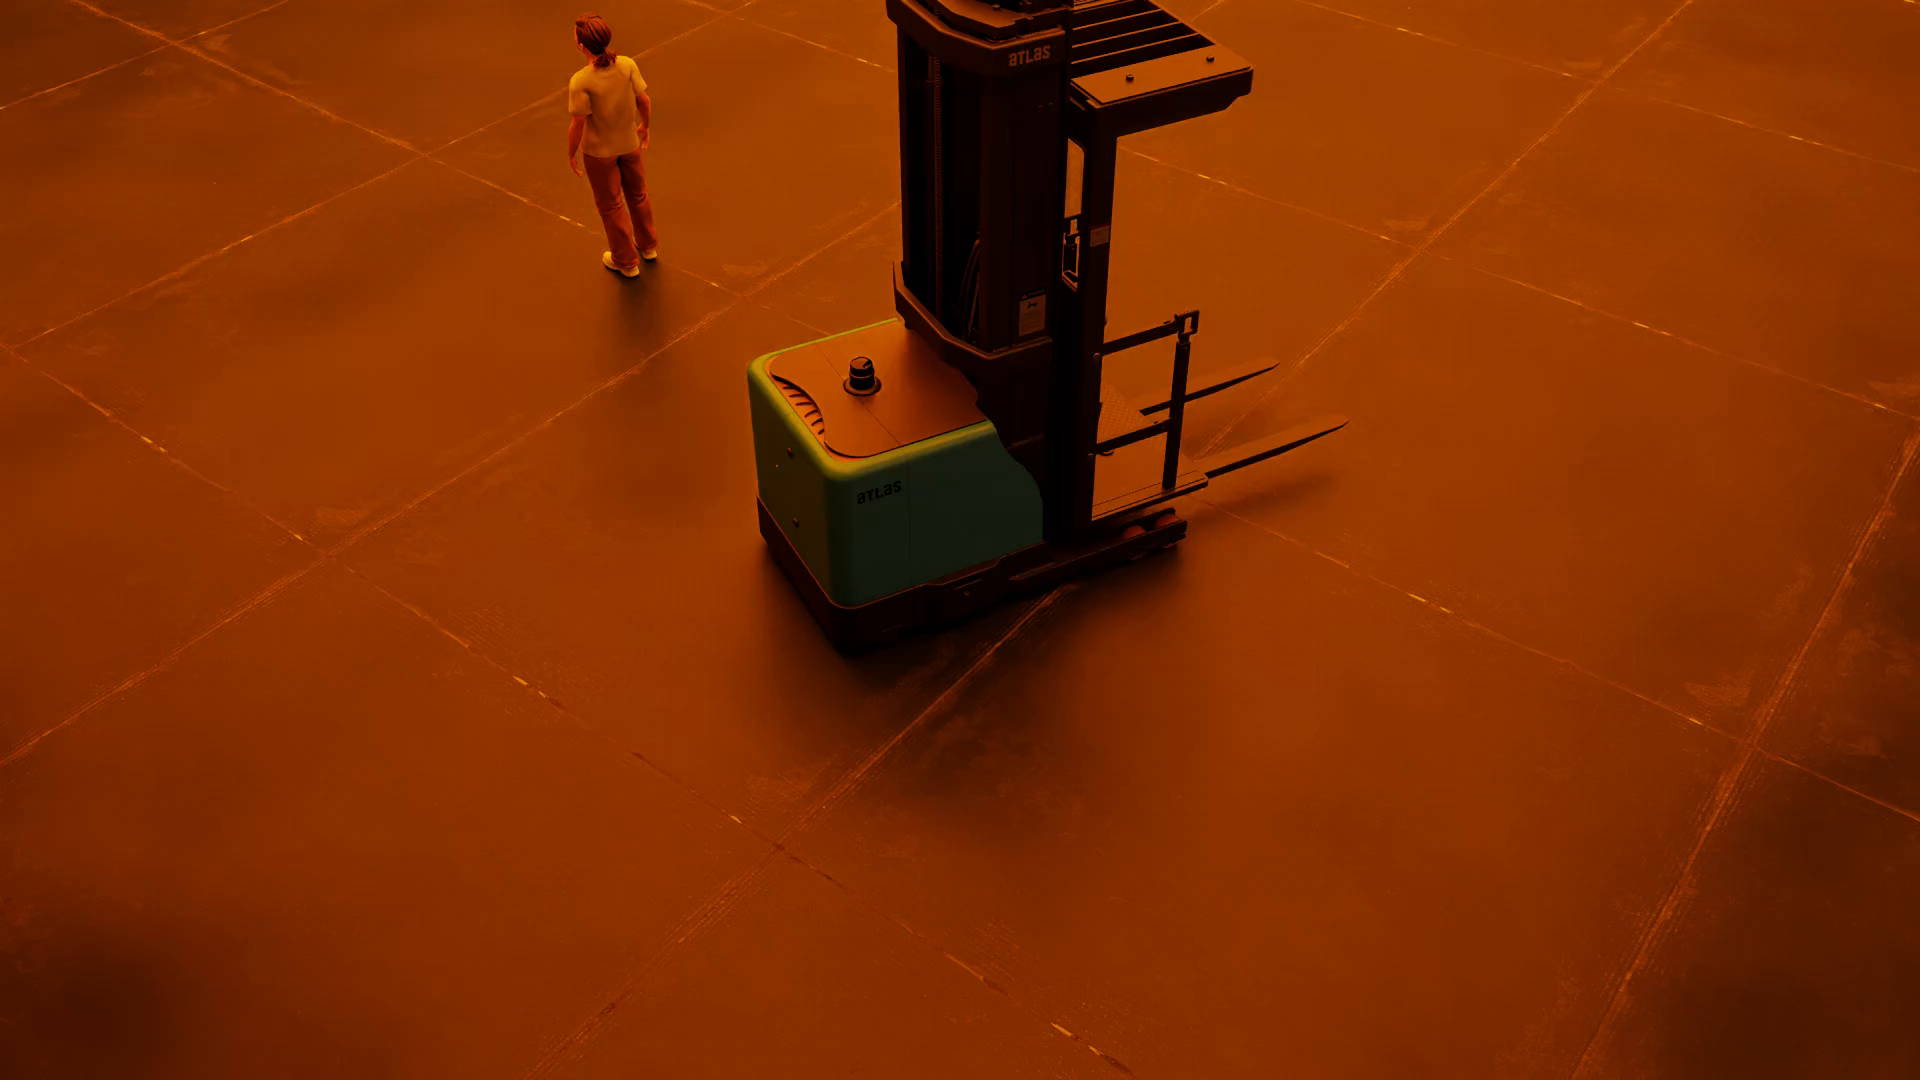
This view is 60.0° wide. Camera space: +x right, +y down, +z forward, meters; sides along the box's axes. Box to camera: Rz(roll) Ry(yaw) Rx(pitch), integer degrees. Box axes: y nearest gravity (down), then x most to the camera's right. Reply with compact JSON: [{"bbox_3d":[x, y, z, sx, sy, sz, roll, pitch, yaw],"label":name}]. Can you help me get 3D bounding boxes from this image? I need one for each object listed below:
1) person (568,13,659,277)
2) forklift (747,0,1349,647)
[{"bbox_3d":[-2.072,-2.322,9.753,0.553,1.675,0.549,-26,47,-28],"label":"person"},{"bbox_3d":[0.550,-1.304,7.603,3.031,2.935,1.130,-19,44,-21],"label":"forklift"}]
